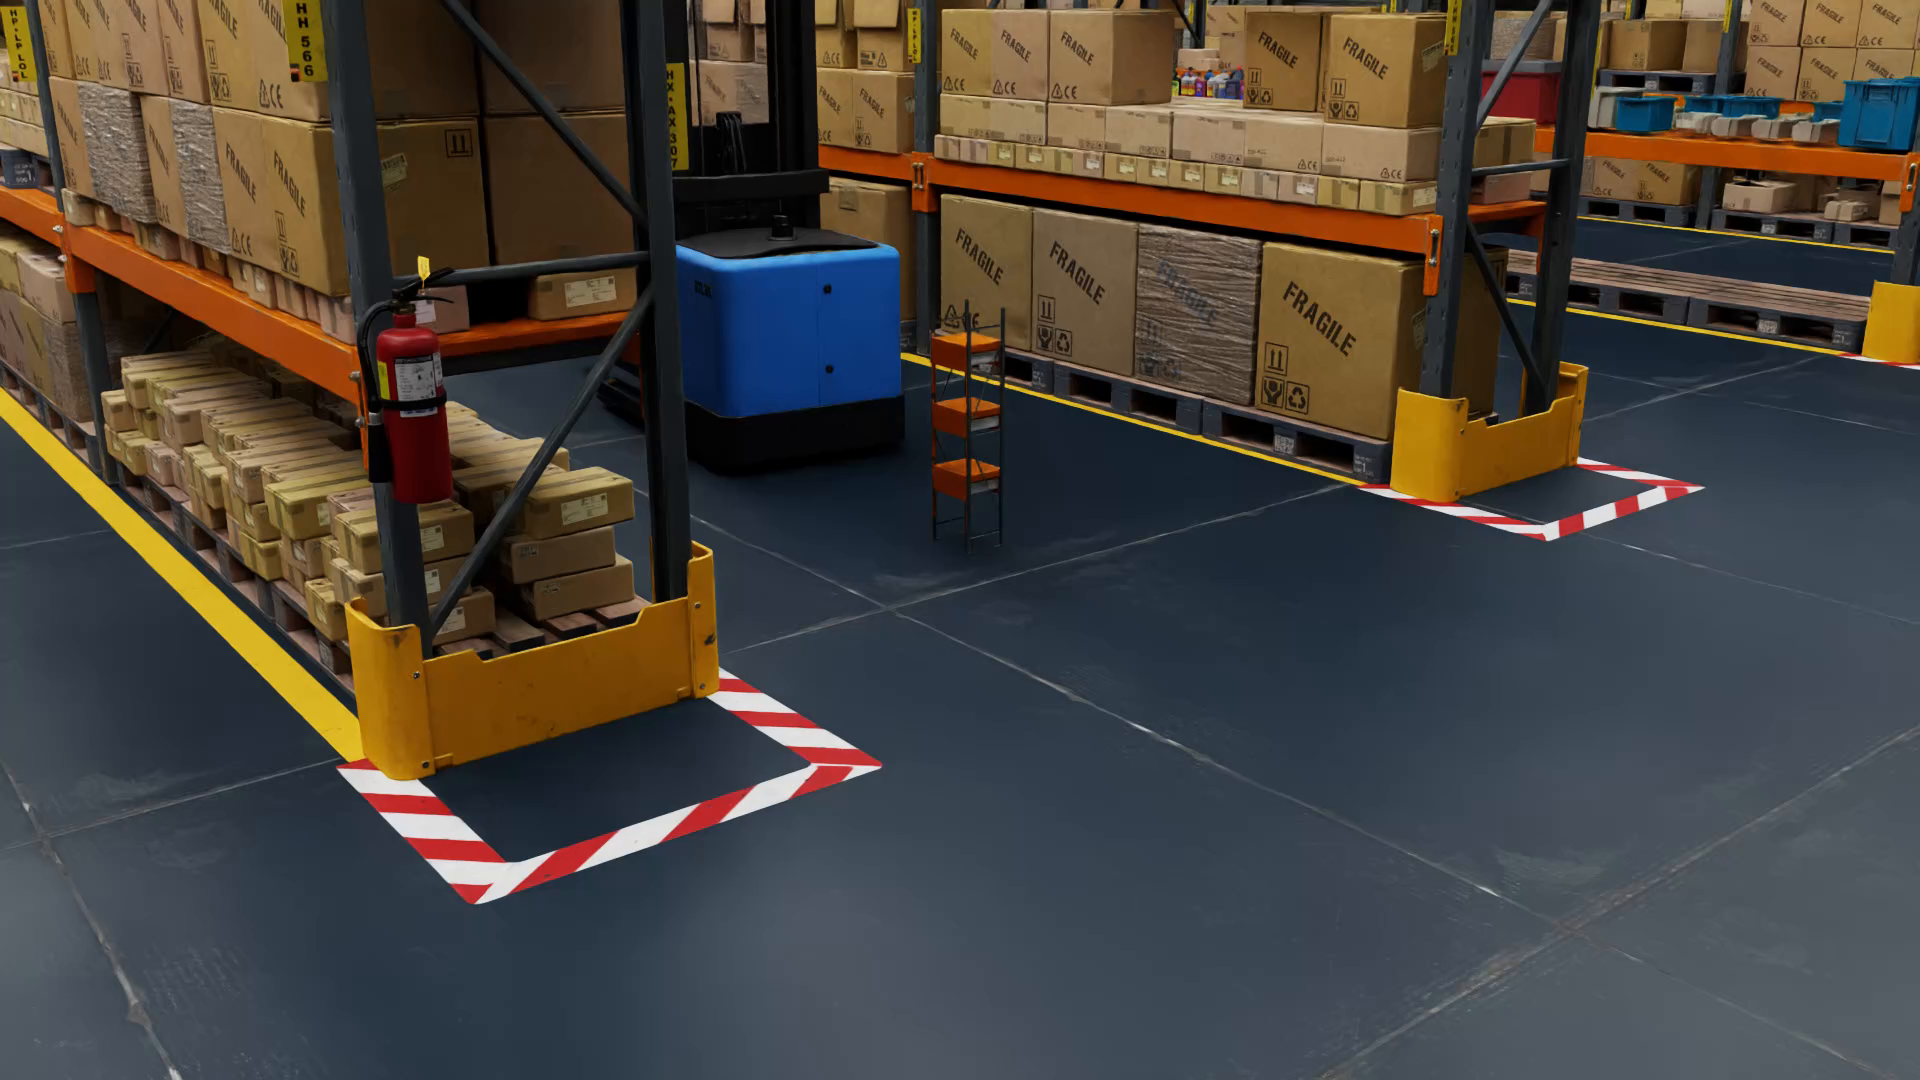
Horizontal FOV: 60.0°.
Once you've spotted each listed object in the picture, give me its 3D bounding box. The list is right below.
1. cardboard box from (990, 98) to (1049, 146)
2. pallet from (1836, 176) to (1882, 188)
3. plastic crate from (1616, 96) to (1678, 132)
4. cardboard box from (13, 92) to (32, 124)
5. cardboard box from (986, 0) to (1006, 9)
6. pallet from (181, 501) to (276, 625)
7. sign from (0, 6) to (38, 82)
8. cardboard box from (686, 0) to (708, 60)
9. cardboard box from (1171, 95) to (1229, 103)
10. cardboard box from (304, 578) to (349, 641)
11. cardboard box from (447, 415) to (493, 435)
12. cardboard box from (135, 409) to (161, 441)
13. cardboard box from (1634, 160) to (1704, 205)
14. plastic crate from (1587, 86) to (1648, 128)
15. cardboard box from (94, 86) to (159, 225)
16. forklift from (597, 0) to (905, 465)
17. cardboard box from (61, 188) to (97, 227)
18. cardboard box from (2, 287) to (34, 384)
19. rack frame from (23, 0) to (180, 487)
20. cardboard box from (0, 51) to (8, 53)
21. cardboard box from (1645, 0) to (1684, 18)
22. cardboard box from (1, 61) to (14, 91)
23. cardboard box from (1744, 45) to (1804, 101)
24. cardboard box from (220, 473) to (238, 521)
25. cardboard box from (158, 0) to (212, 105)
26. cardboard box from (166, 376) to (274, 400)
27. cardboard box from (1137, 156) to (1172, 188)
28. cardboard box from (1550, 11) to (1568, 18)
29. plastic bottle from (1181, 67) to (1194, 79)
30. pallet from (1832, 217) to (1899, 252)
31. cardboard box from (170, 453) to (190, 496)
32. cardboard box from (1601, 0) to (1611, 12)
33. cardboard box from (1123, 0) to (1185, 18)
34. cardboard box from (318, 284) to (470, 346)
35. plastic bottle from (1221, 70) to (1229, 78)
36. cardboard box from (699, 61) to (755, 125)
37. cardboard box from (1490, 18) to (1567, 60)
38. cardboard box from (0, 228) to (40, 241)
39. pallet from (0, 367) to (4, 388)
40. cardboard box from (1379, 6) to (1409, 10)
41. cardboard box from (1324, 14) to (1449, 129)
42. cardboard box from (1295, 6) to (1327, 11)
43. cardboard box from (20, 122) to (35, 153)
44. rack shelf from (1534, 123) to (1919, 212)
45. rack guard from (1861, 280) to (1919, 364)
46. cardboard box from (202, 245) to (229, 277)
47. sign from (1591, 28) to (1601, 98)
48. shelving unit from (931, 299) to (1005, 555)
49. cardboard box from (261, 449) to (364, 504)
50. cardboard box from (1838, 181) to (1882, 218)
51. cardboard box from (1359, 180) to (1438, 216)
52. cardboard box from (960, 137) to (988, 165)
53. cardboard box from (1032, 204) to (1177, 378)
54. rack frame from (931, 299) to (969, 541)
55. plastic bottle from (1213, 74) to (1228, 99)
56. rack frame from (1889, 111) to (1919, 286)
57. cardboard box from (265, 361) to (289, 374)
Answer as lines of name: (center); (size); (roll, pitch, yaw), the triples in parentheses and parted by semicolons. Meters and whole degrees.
cardboard box: (0.529, -2.519, 9.963); (0.500, 0.250, 0.500); (-14, 23, -36)
pallet: (11.249, -4.491, 20.591); (1.003, 0.211, 1.213); (-14, 23, -36)
plastic crate: (5.028, -3.125, 12.200); (0.416, 0.233, 0.300); (-14, 23, -36)
cardboard box: (-4.704, -2.270, 8.704); (0.380, 0.149, 0.250); (-15, 23, -38)
cardboard box: (0.768, -8.162, 25.016); (0.700, 0.500, 0.500); (-14, 23, -36)
pallet: (-2.606, -0.013, 7.066); (1.003, 0.211, 1.213); (-14, 23, -36)
sign: (-4.246, -2.237, 7.504); (0.100, 0.325, 0.005); (-14, 23, -36)
cardboard box: (-1.904, -4.065, 13.113); (0.797, 0.503, 0.637); (-13, 22, -34)
cardboard box: (1.258, -2.499, 9.903); (0.500, 0.250, 0.500); (-13, 23, -35)
cardboard box: (-2.059, 0.211, 5.821); (0.380, 0.149, 0.250); (-13, 22, -34)
cardboard box: (-2.093, -0.381, 6.662); (0.380, 0.149, 0.250); (-13, 22, -34)
cardboard box: (-3.611, -0.587, 7.757); (0.380, 0.149, 0.250); (-14, 23, -36)
cardboard box: (7.375, -3.760, 17.222); (0.500, 0.500, 0.500); (-14, 23, -36)
plastic crate: (4.824, -3.266, 12.547); (0.437, 0.282, 0.530); (-14, 23, -36)
cardboard box: (-3.105, -1.562, 6.676); (0.500, 0.500, 0.500); (-15, 23, -37)
forklift: (-1.468, -2.179, 9.281); (1.130, 2.935, 3.031); (-10, 21, -29)
cardboard box: (-3.893, -1.543, 7.651); (0.380, 0.149, 0.250); (-13, 22, -34)
cardboard box: (-5.103, -1.196, 9.511); (0.500, 0.500, 0.500); (-15, 23, -37)
rack frame: (-3.813, -1.796, 8.015); (1.000, 3.000, 0.127); (-14, 23, -36)
cardboard box: (-5.843, -2.866, 10.030); (0.380, 0.149, 0.250); (-14, 23, -36)
cardboard box: (9.401, -7.010, 21.904); (0.500, 0.250, 0.500); (-13, 23, -35)
cardboard box: (-4.854, -2.476, 8.852); (0.380, 0.149, 0.250); (-15, 23, -38)
cardboard box: (8.009, -4.541, 16.144); (0.500, 0.500, 0.500); (-13, 22, -35)
cardboard box: (-2.681, -0.192, 6.564); (0.380, 0.149, 0.250); (-13, 22, -33)
cardboard box: (-2.453, -1.789, 5.772); (0.500, 0.500, 0.500); (-13, 22, -33)
cardboard box: (-3.261, -0.607, 7.346); (0.380, 0.149, 0.250); (-15, 23, -38)
cardboard box: (1.194, -2.035, 9.135); (0.380, 0.149, 0.250); (-13, 23, -35)
cardboard box: (8.635, -7.128, 23.258); (0.700, 0.500, 0.500); (-17, 25, -41)
plastic bottle: (2.266, -4.563, 16.557); (0.061, 0.283, 0.133); (-14, 23, -36)
pallet: (9.093, -2.878, 15.718); (1.003, 0.211, 1.213); (-14, 23, -36)
cardboard box: (-3.281, -0.320, 7.425); (0.380, 0.149, 0.250); (-15, 23, -37)
cardboard box: (8.854, -7.345, 22.882); (0.250, 0.149, 0.380); (16, 24, 39)
cardboard box: (2.658, -7.415, 22.760); (0.700, 0.500, 0.500); (-14, 23, -36)
cardboard box: (-1.753, -0.717, 5.154); (0.380, 0.149, 0.250); (-14, 23, -36)
plastic bottle: (2.565, -4.429, 16.172); (0.097, 0.271, 0.097); (0, 18, 0)
cardboard box: (-1.614, -3.347, 12.541); (0.500, 0.500, 0.500); (-14, 23, -37)
cardboard box: (6.320, -5.509, 18.399); (0.700, 0.500, 0.500); (-9, 20, -26)
cardboard box: (-5.446, -1.684, 9.792); (0.500, 0.250, 0.500); (-14, 23, -36)
pallet: (-5.812, -1.265, 10.848); (1.003, 0.211, 1.213); (-14, 23, -36)
cardboard box: (6.692, -8.062, 25.951); (0.500, 0.500, 0.500); (-15, 23, -37)
cardboard box: (2.113, -2.249, 7.954); (0.500, 0.500, 0.500); (-14, 23, -35)
cardboard box: (5.665, -8.209, 26.397); (0.500, 0.500, 0.500); (-15, 23, -38)
cardboard box: (-4.685, -2.123, 8.734); (0.380, 0.149, 0.250); (-15, 24, -39)
rack shelf: (5.263, -2.872, 12.408); (1.077, 0.370, 4.000); (-14, 23, -36)
rack guard: (6.529, -1.530, 11.189); (1.175, 0.500, 0.348); (-14, 23, -36)
cardboard box: (-2.661, -1.113, 6.353); (0.380, 0.149, 0.250); (-13, 23, -35)
sign: (3.060, -2.309, 8.061); (0.100, 0.325, 0.005); (-14, 23, -36)
shelving unit: (0.033, -0.485, 7.158); (0.215, 1.050, 0.252); (-14, 23, -36)
cardboard box: (-2.339, -0.208, 6.141); (0.380, 0.149, 0.250); (-15, 24, -38)
cardboard box: (8.948, -3.335, 16.238); (0.500, 0.311, 0.500); (-14, 23, -36)
cardboard box: (2.142, -1.658, 7.997); (0.380, 0.149, 0.250); (-13, 23, -35)
cardboard box: (0.224, -2.418, 10.292); (0.380, 0.149, 0.250); (-15, 23, -38)
cardboard box: (1.044, -1.530, 9.924); (0.875, 0.875, 0.875); (-14, 23, -36)
rack frame: (-0.043, -0.515, 7.248); (0.200, 1.050, 0.008); (-14, 23, -36)
plastic bottle: (2.414, -4.121, 15.235); (0.152, 0.276, 0.135); (-14, 23, -36)
rack frame: (6.504, -2.720, 10.806); (1.000, 3.000, 0.127); (-14, 23, -36)
cardboard box: (-3.038, -0.773, 7.845); (0.380, 0.149, 0.250); (-14, 23, -37)
